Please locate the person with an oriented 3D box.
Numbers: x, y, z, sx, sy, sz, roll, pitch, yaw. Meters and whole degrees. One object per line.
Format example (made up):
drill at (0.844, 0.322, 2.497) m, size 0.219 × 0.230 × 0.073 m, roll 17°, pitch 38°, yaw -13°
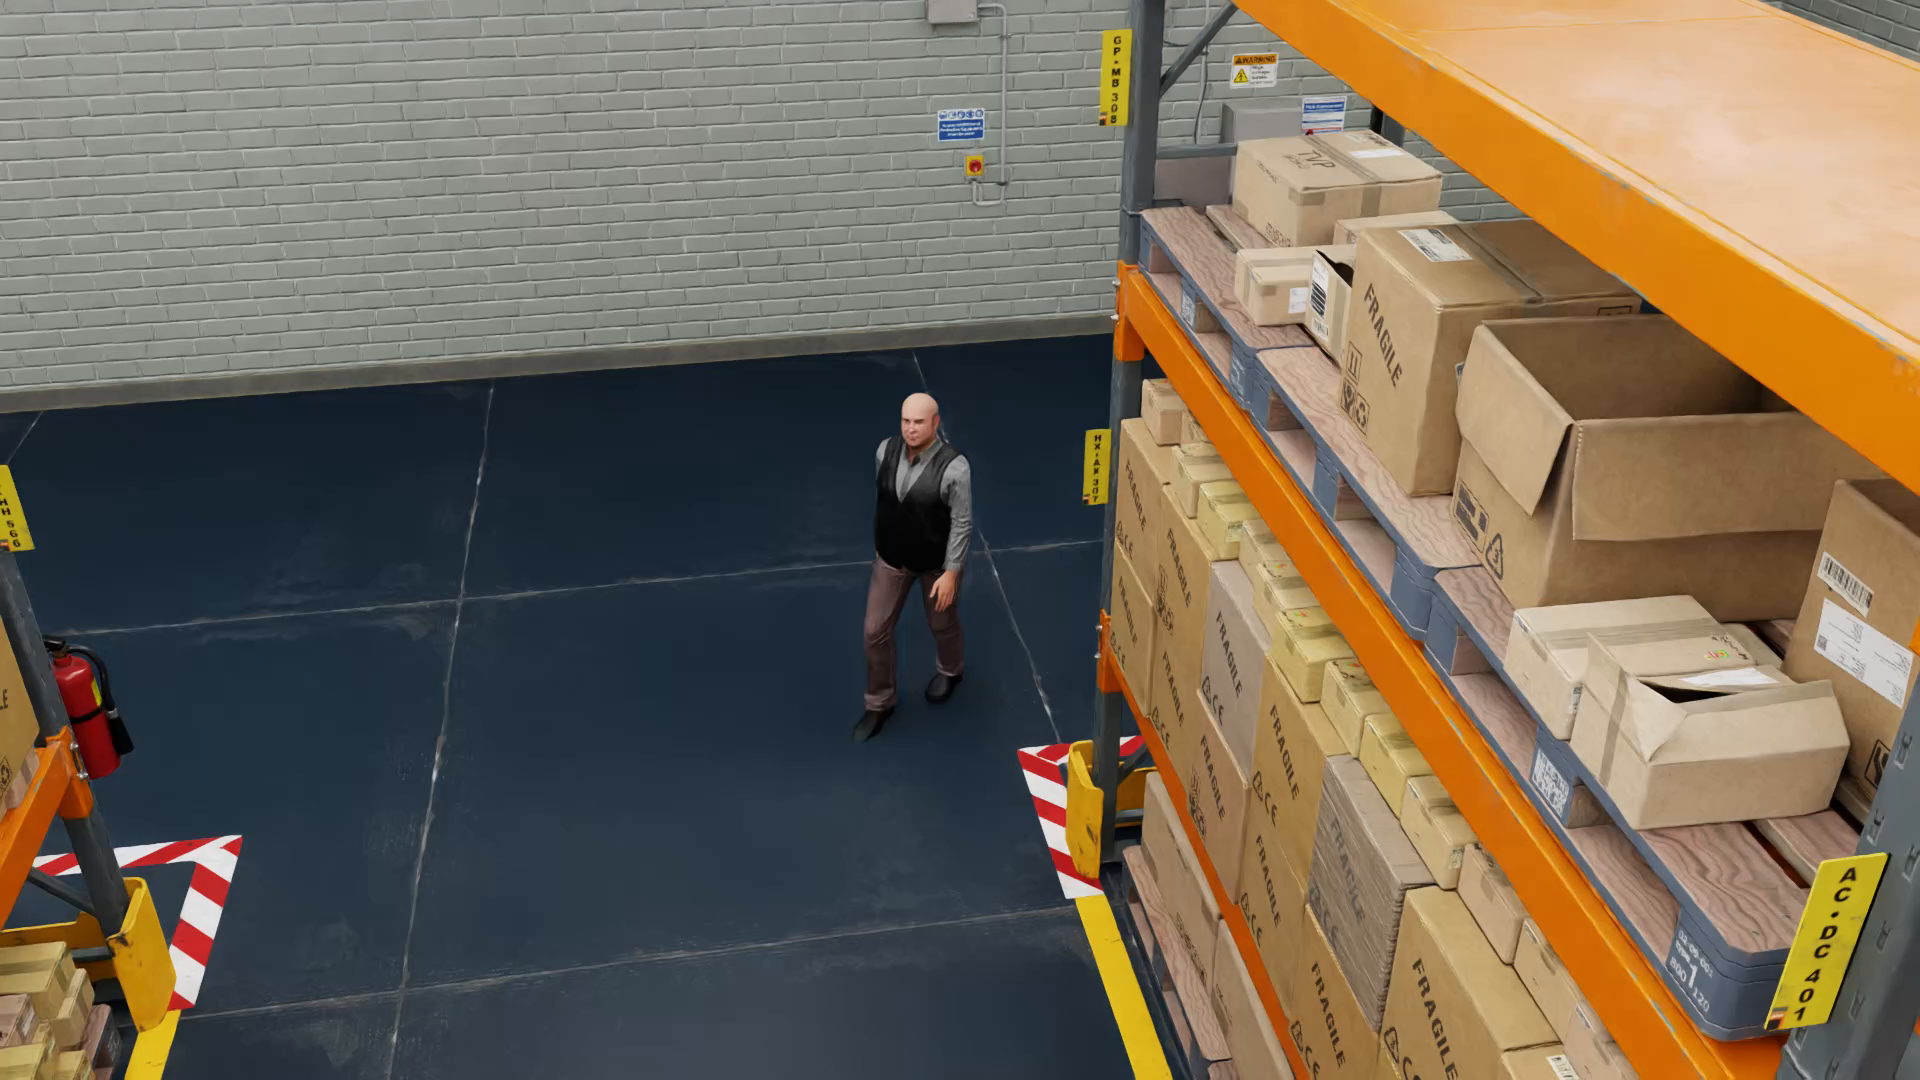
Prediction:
person at (-0.211, 0.135, 7.958) m, size 0.581 × 1.773 × 0.704 m, roll 13°, pitch 33°, yaw 21°
